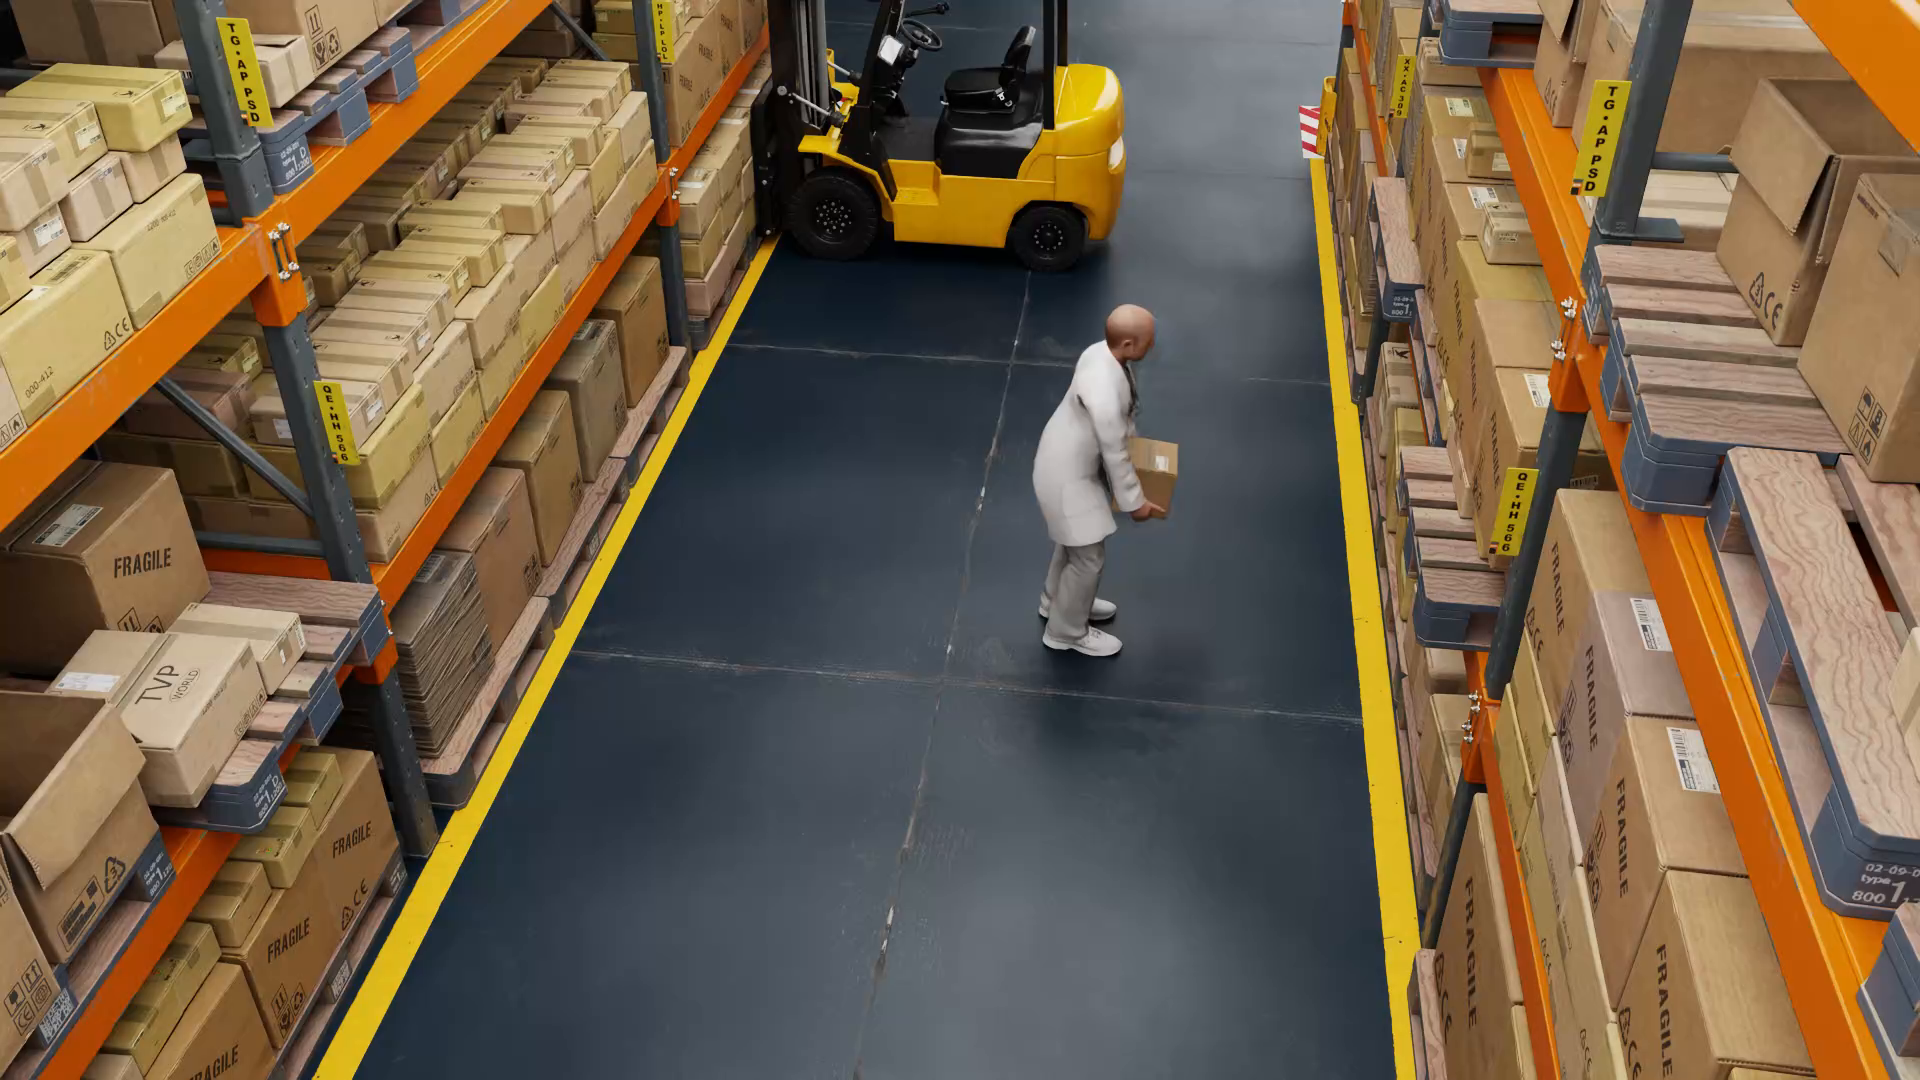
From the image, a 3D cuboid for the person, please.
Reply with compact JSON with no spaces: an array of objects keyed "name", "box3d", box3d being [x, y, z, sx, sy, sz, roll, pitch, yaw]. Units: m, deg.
[{"name":"person","box3d":[0.626,-0.265,7.459,0.601,1.744,0.530,4,36,5]}]
